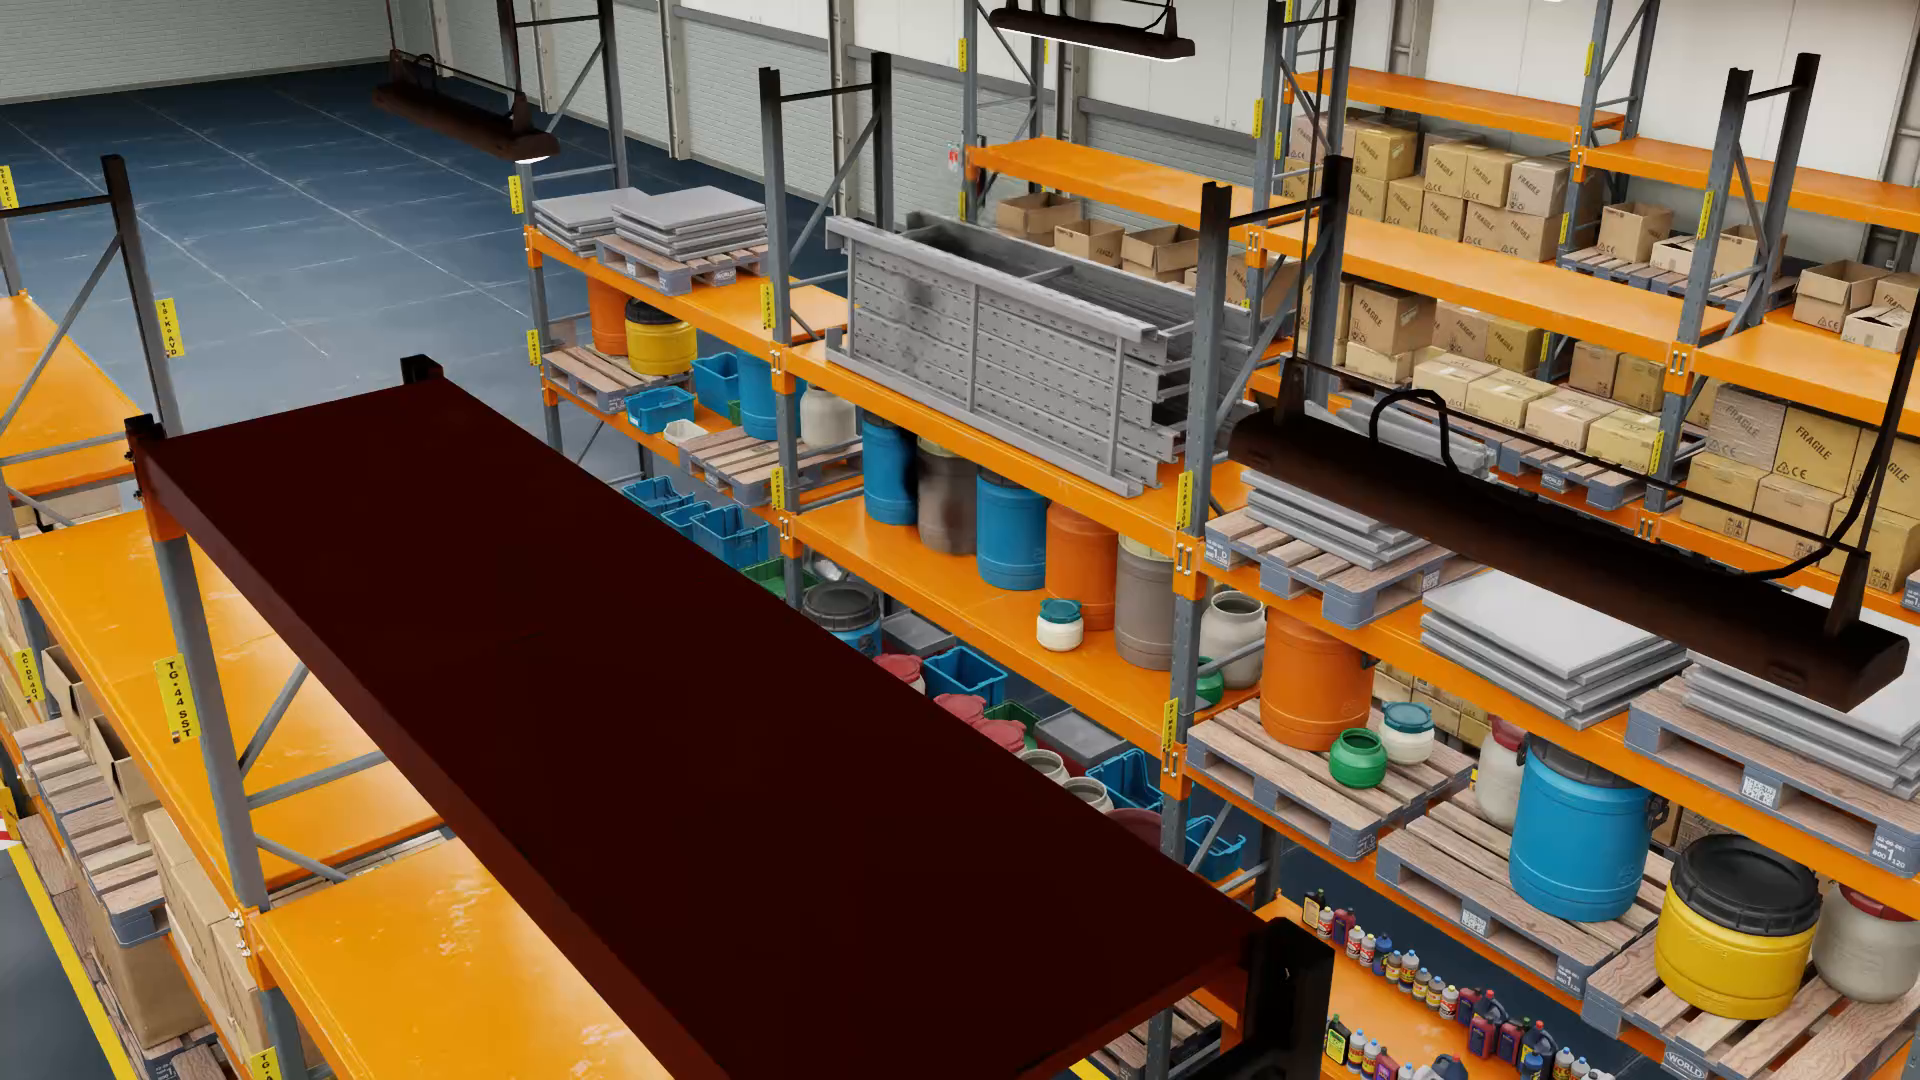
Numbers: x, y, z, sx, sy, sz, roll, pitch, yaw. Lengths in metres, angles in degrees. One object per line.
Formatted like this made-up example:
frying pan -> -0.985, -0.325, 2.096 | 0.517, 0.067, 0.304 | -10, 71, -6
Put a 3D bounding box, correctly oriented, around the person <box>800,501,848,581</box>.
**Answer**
person -> -1.447, -0.038, 16.507 | 0.613, 1.655, 0.700 | -17, 31, -31
